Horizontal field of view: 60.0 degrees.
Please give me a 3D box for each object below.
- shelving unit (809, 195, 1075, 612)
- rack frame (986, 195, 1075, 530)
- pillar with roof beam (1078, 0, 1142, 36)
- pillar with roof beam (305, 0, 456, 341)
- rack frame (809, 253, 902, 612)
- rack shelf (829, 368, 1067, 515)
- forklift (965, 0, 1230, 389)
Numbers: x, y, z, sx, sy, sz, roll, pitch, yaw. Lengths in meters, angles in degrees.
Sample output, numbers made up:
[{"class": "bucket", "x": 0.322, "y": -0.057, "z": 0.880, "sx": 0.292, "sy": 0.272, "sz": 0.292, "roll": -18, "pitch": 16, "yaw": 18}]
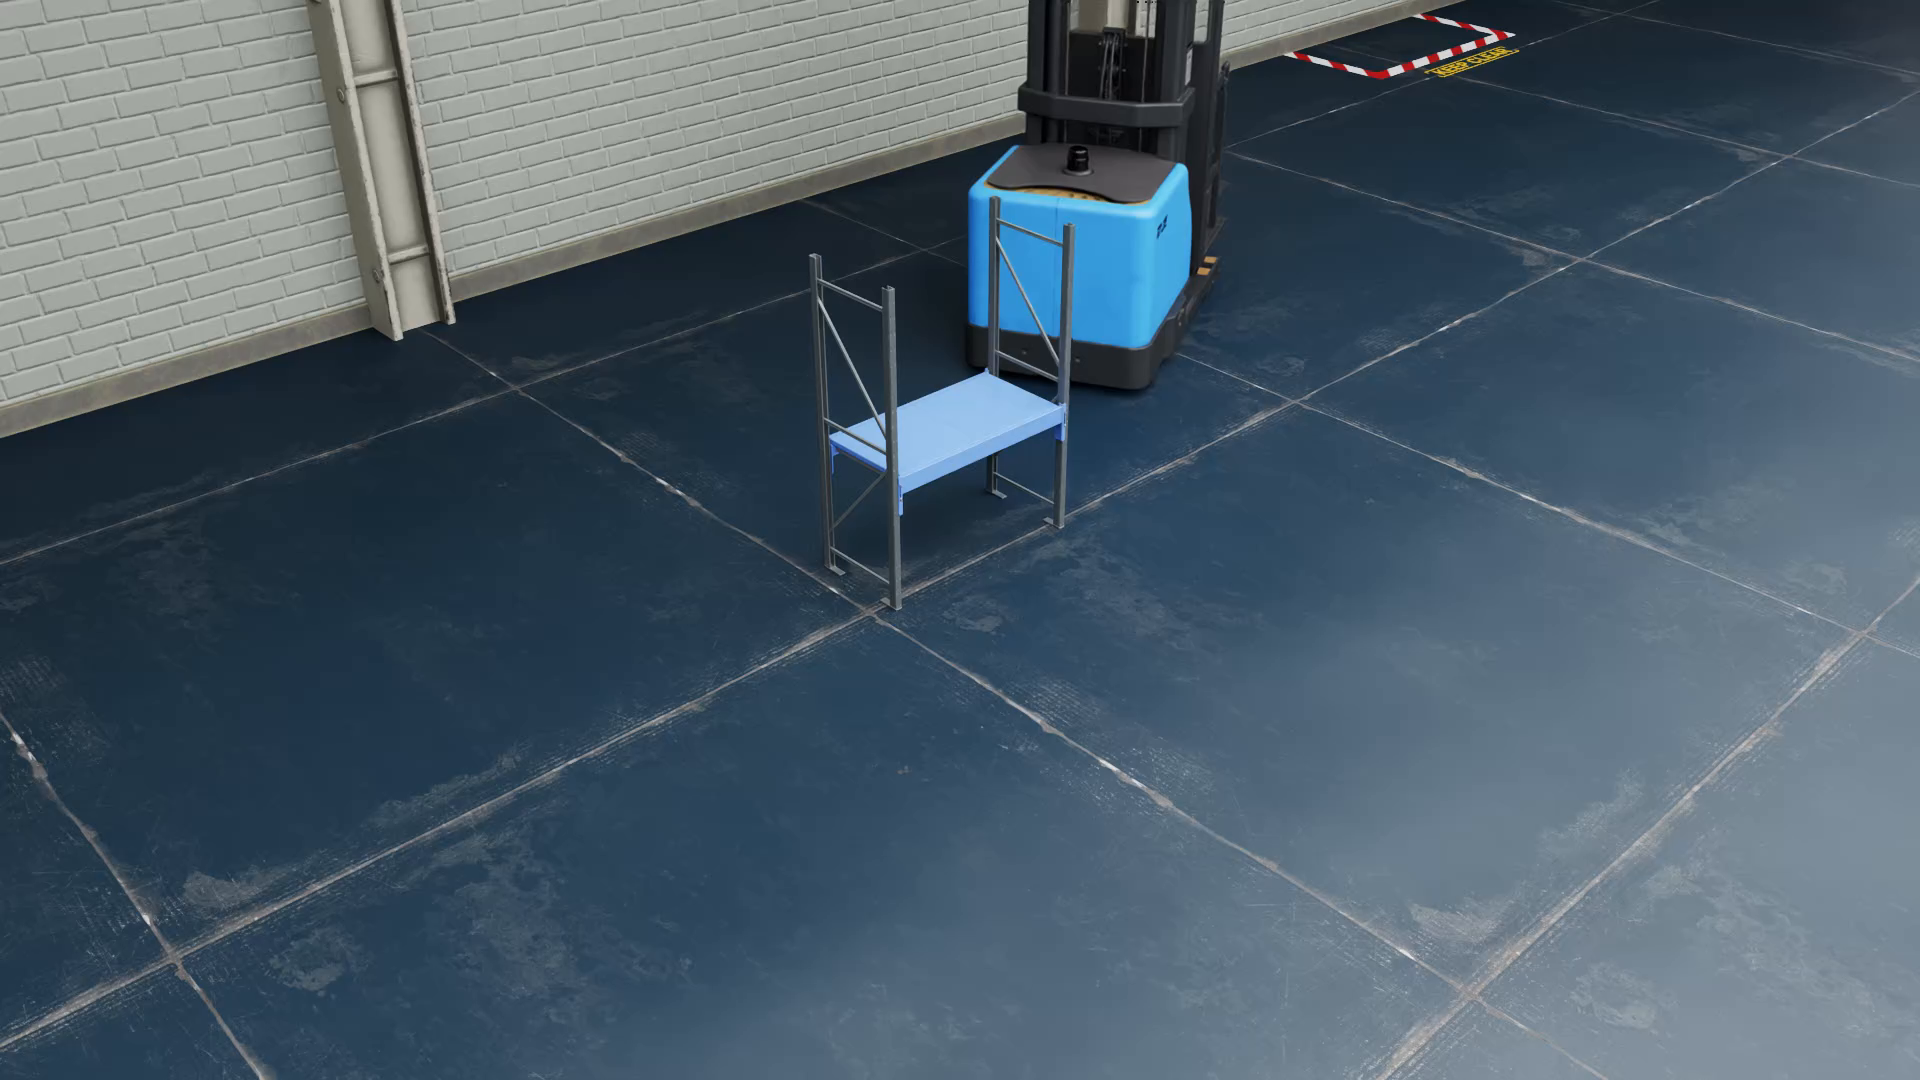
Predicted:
[{"class": "shelving unit", "x": -0.063, "y": -0.610, "z": 7.309, "sx": 1.048, "sy": 1.500, "sz": 0.538, "roll": -26, "pitch": 40, "yaw": -35}, {"class": "rack frame", "x": 0.310, "y": -0.790, "z": 7.604, "sx": 0.032, "sy": 1.500, "sz": 0.500, "roll": -26, "pitch": 40, "yaw": -35}, {"class": "pillar with roof beam", "x": 4.092, "y": -5.602, "z": 8.286, "sx": 0.400, "sy": 9.000, "sz": 9.100, "roll": -26, "pitch": 40, "yaw": -35}, {"class": "pillar with roof beam", "x": -0.308, "y": -3.474, "z": 4.806, "sx": 0.400, "sy": 9.000, "sz": 9.100, "roll": -26, "pitch": 40, "yaw": -35}, {"class": "rack frame", "x": -0.435, "y": -0.429, "z": 7.014, "sx": 0.032, "sy": 1.500, "sz": 0.500, "roll": -26, "pitch": 40, "yaw": -35}, {"class": "rack shelf", "x": -0.063, "y": -0.456, "z": 7.403, "sx": 1.000, "sy": 0.185, "sz": 0.538, "roll": -26, "pitch": 40, "yaw": -35}, {"class": "forklift", "x": 0.994, "y": -2.817, "z": 9.548, "sx": 1.130, "sy": 2.935, "sz": 3.031, "roll": 10, "pitch": 33, "yaw": 16}]
